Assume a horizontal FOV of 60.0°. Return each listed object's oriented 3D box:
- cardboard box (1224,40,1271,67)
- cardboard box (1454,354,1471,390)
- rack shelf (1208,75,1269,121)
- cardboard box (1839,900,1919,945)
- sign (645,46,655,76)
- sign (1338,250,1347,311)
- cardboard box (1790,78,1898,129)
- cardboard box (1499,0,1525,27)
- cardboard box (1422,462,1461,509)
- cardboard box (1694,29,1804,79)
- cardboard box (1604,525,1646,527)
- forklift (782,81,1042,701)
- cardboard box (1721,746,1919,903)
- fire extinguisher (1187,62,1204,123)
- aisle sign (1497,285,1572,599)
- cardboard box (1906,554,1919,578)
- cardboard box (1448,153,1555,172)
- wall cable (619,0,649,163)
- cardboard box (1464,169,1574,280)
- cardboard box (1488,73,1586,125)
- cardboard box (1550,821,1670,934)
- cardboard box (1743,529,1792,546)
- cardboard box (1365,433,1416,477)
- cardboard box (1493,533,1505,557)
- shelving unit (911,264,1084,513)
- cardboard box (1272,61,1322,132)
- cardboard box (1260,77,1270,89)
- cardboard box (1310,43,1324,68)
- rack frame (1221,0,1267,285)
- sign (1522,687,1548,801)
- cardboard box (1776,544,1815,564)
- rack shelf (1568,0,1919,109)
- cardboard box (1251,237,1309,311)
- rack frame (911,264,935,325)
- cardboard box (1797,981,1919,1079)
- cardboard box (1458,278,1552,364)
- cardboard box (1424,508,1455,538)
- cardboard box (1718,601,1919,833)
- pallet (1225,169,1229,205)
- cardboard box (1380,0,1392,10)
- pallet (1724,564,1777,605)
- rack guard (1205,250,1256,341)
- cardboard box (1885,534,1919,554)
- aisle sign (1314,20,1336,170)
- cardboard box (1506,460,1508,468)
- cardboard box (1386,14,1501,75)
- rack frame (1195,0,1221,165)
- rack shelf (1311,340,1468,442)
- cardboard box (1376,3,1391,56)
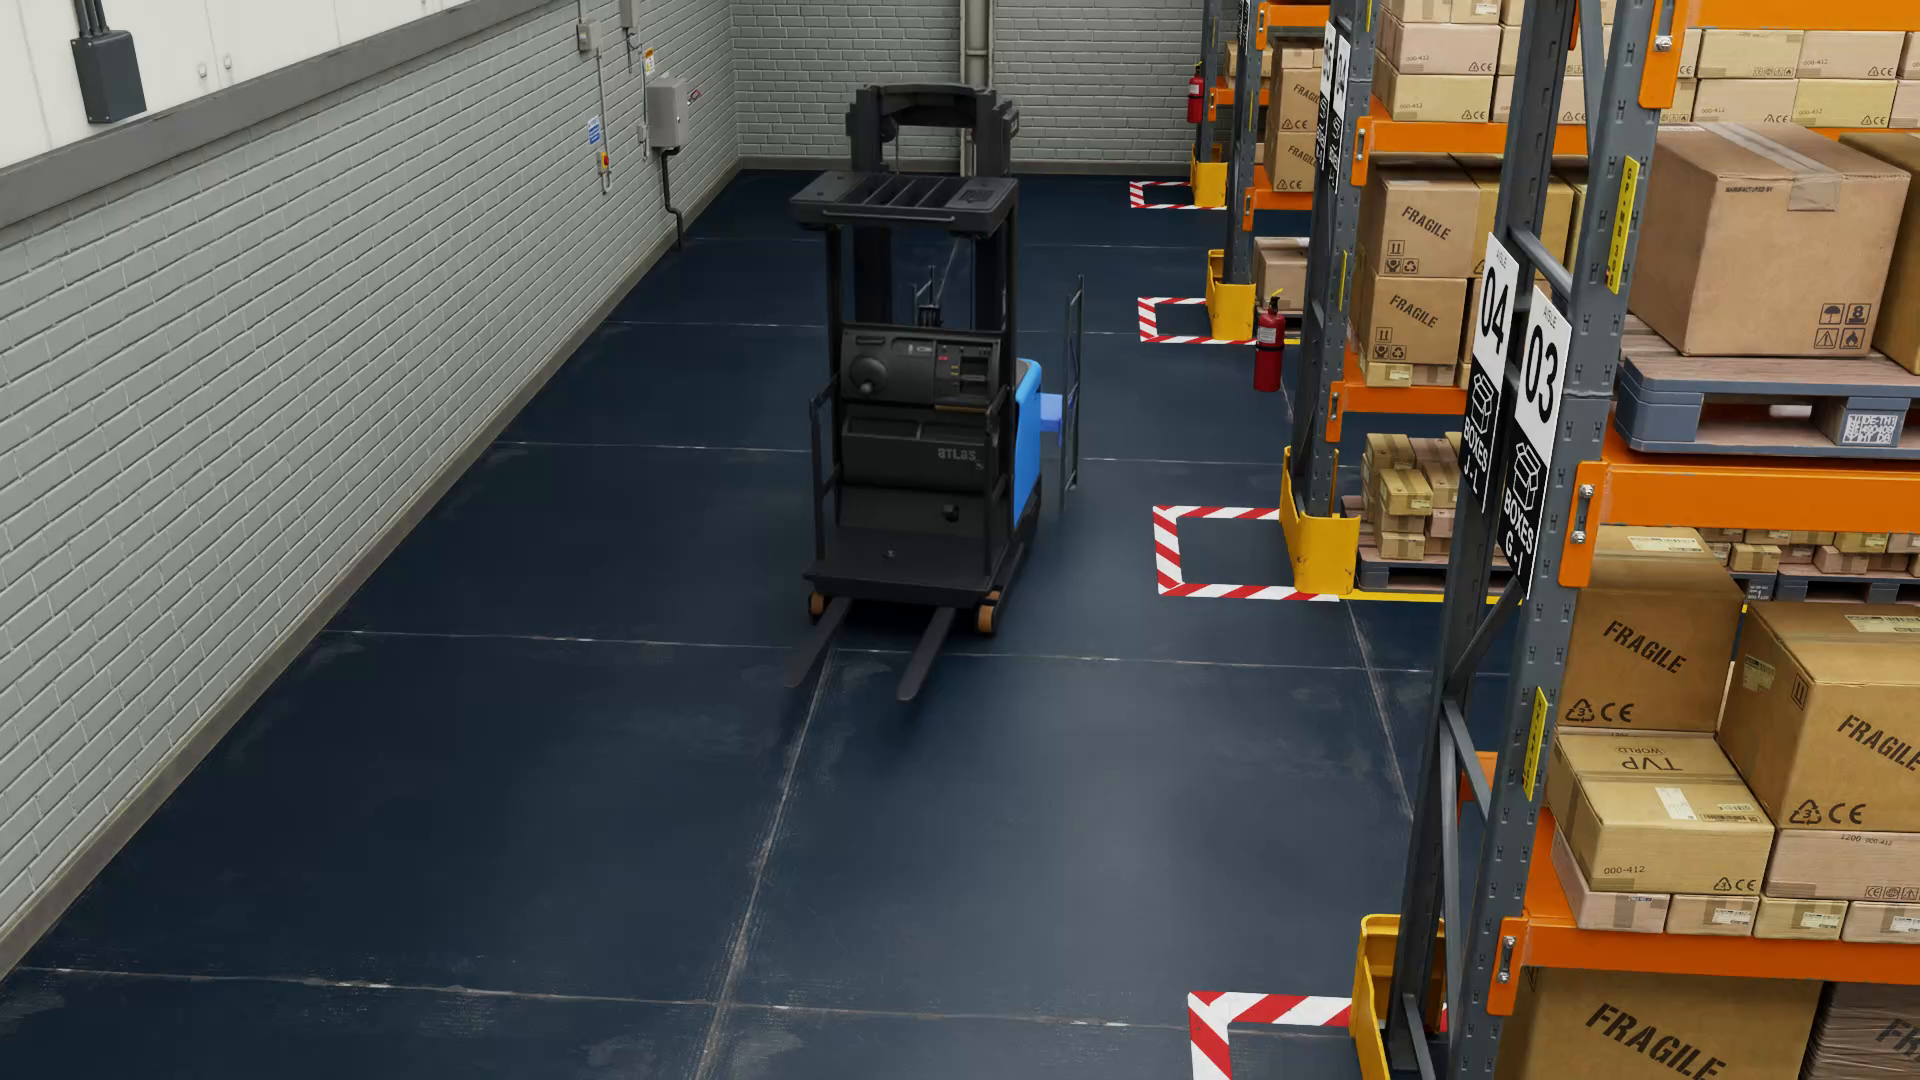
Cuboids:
[{"bbox_3d":[3.306,-5.579,19.109,0.500,0.250,0.500,3,25,6],"label":"cardboard box"},{"bbox_3d":[2.992,-0.998,9.631,0.250,0.149,0.380,1,25,2],"label":"cardboard box"},{"bbox_3d":[4.821,-5.025,18.943,4.000,0.370,1.077,2,25,4],"label":"rack shelf"},{"bbox_3d":[2.792,1.070,5.137,0.250,0.149,0.380,1,25,3],"label":"cardboard box"},{"bbox_3d":[-3.078,-4.747,16.491,0.001,0.242,0.339,2,25,4],"label":"sign"},{"bbox_3d":[2.131,-1.448,9.273,0.005,0.325,0.100,2,25,4],"label":"sign"},{"bbox_3d":[4.648,-2.387,8.941,0.500,0.250,0.500,2,25,3],"label":"cardboard box"},{"bbox_3d":[2.996,-2.824,8.814,0.250,0.149,0.380,2,25,4],"label":"cardboard box"},{"bbox_3d":[2.953,-0.330,10.074,0.250,0.149,0.380,2,25,5],"label":"cardboard box"},{"bbox_3d":[4.118,-2.627,8.864,0.500,0.250,0.500,1,25,2],"label":"cardboard box"},{"bbox_3d":[3.988,-0.171,10.085,0.250,0.149,0.380,3,25,7],"label":"cardboard box"},{"bbox_3d":[-0.271,-0.962,9.334,1.130,2.935,3.031,5,25,11],"label":"forklift"},{"bbox_3d":[2.669,0.858,5.121,0.500,0.250,0.500,2,25,3],"label":"cardboard box"},{"bbox_3d":[2.645,-5.024,18.618,0.183,0.674,0.296,2,25,4],"label":"fire extinguisher"},{"bbox_3d":[1.597,-0.275,4.649,0.004,0.787,0.394,2,25,4],"label":"aisle sign"},{"bbox_3d":[5.744,0.081,9.894,0.250,0.149,0.380,2,25,5],"label":"cardboard box"},{"bbox_3d":[3.153,-1.988,9.811,0.500,0.500,0.500,1,25,2],"label":"cardboard box"},{"bbox_3d":[-3.076,-4.571,15.880,0.122,1.984,0.588,2,25,4],"label":"wall cable"},{"bbox_3d":[3.104,-1.777,9.352,0.500,0.500,0.500,3,25,6],"label":"cardboard box"},{"bbox_3d":[3.125,-2.436,9.046,0.500,0.250,0.500,3,25,6],"label":"cardboard box"},{"bbox_3d":[2.021,1.046,5.188,0.250,0.149,0.380,2,25,5],"label":"cardboard box"},{"bbox_3d":[4.785,-0.115,9.963,0.250,0.149,0.380,2,25,5],"label":"cardboard box"},{"bbox_3d":[2.720,-0.535,10.522,0.250,0.149,0.380,2,25,5],"label":"cardboard box"},{"bbox_3d":[3.186,-0.047,10.172,0.250,0.149,0.380,2,25,5],"label":"cardboard box"},{"bbox_3d":[0.249,-1.020,11.174,1.048,1.500,0.538,6,25,13],"label":"shelving unit"},{"bbox_3d":[2.908,-3.713,13.914,0.500,0.500,0.500,1,25,3],"label":"cardboard box"},{"bbox_3d":[3.391,-5.188,18.737,0.250,0.149,0.380,2,25,5],"label":"cardboard box"},{"bbox_3d":[3.050,-4.036,13.841,0.250,0.149,0.380,2,25,5],"label":"cardboard box"},{"bbox_3d":[2.451,-3.347,14.436,0.127,3.000,1.000,2,25,4],"label":"rack frame"},{"bbox_3d":[1.644,0.585,4.760,0.005,0.325,0.100,2,25,4],"label":"sign"},{"bbox_3d":[4.969,-0.003,10.076,0.250,0.149,0.380,1,25,3],"label":"cardboard box"},{"bbox_3d":[3.686,-1.370,4.300,4.000,0.370,1.077,2,25,4],"label":"rack shelf"},{"bbox_3d":[3.117,-2.395,14.928,0.875,0.438,0.875,1,25,2],"label":"cardboard box"},{"bbox_3d":[-0.243,-1.073,11.287,0.032,1.500,0.500,6,25,13],"label":"rack frame"},{"bbox_3d":[3.244,1.574,5.780,0.875,0.875,0.875,2,25,4],"label":"cardboard box"},{"bbox_3d":[3.135,-1.325,9.566,0.500,0.500,0.500,2,25,4],"label":"cardboard box"},{"bbox_3d":[2.944,-0.156,10.052,0.250,0.149,0.380,2,25,4],"label":"cardboard box"},{"bbox_3d":[2.649,0.519,4.959,0.500,0.500,0.500,1,25,3],"label":"cardboard box"},{"bbox_3d":[3.698,-4.122,19.455,1.213,0.211,1.003,2,25,4],"label":"pallet"},{"bbox_3d":[2.527,-3.095,9.405,0.250,0.149,0.380,2,25,4],"label":"cardboard box"},{"bbox_3d":[4.269,0.069,10.347,1.213,0.211,1.003,2,25,4],"label":"pallet"},{"bbox_3d":[2.427,-2.212,14.960,0.348,0.500,1.175,2,25,4],"label":"rack guard"},{"bbox_3d":[5.552,-0.065,9.854,0.250,0.149,0.380,1,25,1],"label":"cardboard box"},{"bbox_3d":[2.123,-2.589,9.678,0.004,0.787,0.394,2,25,4],"label":"aisle sign"},{"bbox_3d":[3.487,-0.513,10.474,0.250,0.149,0.380,1,25,2],"label":"cardboard box"},{"bbox_3d":[2.600,-2.680,8.978,0.500,0.250,0.500,2,25,5],"label":"cardboard box"},{"bbox_3d":[2.827,-5.416,18.932,0.127,3.000,1.000,2,25,4],"label":"rack frame"},{"bbox_3d":[4.167,-0.890,9.956,4.000,0.370,1.077,2,25,4],"label":"rack shelf"},{"bbox_3d":[2.651,-2.894,9.443,0.500,0.250,0.500,1,25,2],"label":"cardboard box"}]
